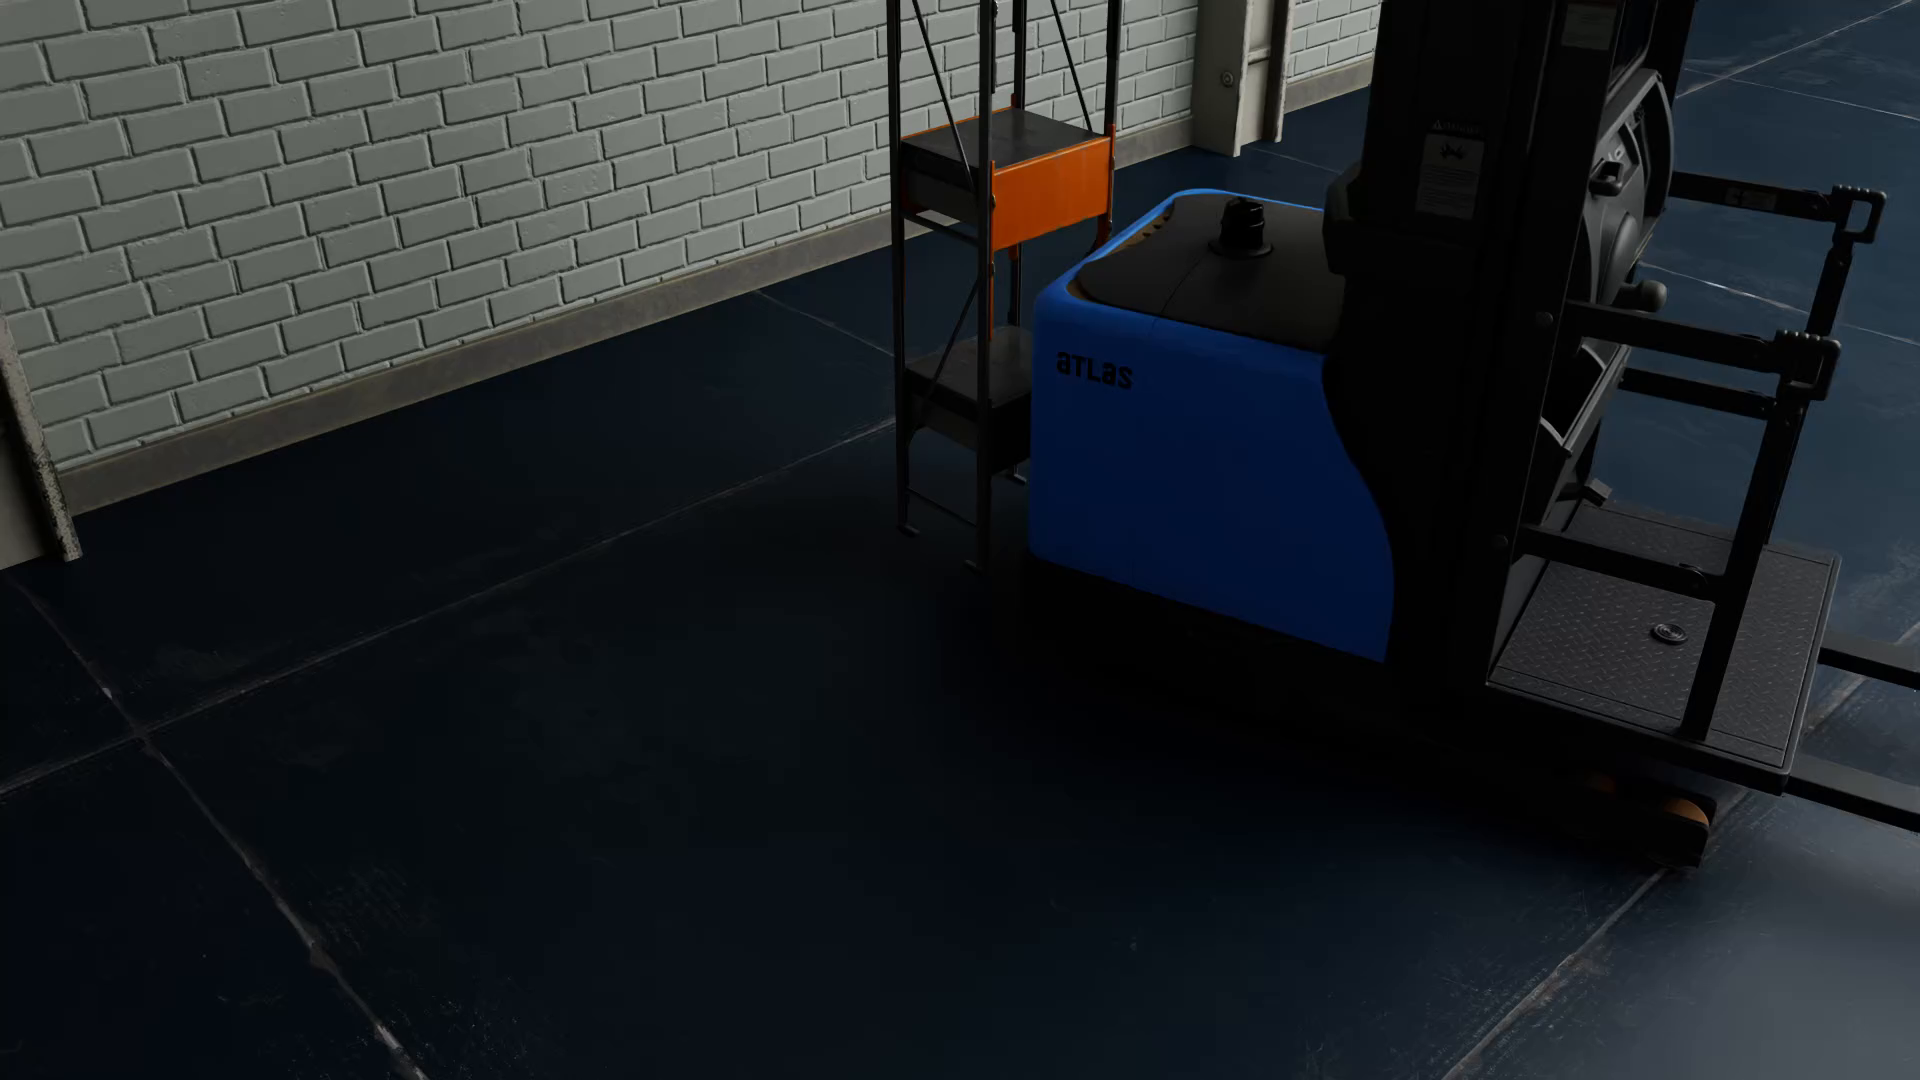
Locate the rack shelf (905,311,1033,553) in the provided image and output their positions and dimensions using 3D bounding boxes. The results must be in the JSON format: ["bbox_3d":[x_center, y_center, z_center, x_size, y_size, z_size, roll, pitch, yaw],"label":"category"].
[{"bbox_3d":[0.121,-0.346,5.171,0.480,0.518,0.431,-26,40,-35],"label":"rack shelf"}]

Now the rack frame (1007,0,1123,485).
[{"bbox_3d":[0.300,-1.041,4.940,0.015,2.100,0.400,-26,40,-35],"label":"rack frame"}]

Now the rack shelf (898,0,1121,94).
[{"bbox_3d":[0.121,-1.540,4.440,0.480,0.518,0.431,-26,40,-35],"label":"rack shelf"}]

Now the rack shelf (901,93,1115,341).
[{"bbox_3d":[0.121,-0.943,4.805,0.480,0.518,0.431,-26,40,-35],"label":"rack shelf"}]

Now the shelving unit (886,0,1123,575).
[{"bbox_3d":[0.121,-0.955,4.798,0.503,2.100,0.431,-26,40,-35],"label":"shelving unit"}]

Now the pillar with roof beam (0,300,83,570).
[{"bbox_3d":[-0.048,-2.132,0.110,0.400,9.000,9.100,-26,40,-35],"label":"pillar with roof beam"}]

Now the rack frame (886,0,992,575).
[{"bbox_3d":[-0.058,-0.868,4.657,0.015,2.100,0.400,-26,40,-35],"label":"rack frame"}]

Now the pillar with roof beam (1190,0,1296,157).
[{"bbox_3d":[4.352,-4.260,3.591,0.400,9.000,9.100,-26,40,-35],"label":"pillar with roof beam"}]

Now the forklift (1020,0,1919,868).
[{"bbox_3d":[1.706,-0.788,3.729,3.031,2.935,1.130,17,35,25],"label":"forklift"}]
